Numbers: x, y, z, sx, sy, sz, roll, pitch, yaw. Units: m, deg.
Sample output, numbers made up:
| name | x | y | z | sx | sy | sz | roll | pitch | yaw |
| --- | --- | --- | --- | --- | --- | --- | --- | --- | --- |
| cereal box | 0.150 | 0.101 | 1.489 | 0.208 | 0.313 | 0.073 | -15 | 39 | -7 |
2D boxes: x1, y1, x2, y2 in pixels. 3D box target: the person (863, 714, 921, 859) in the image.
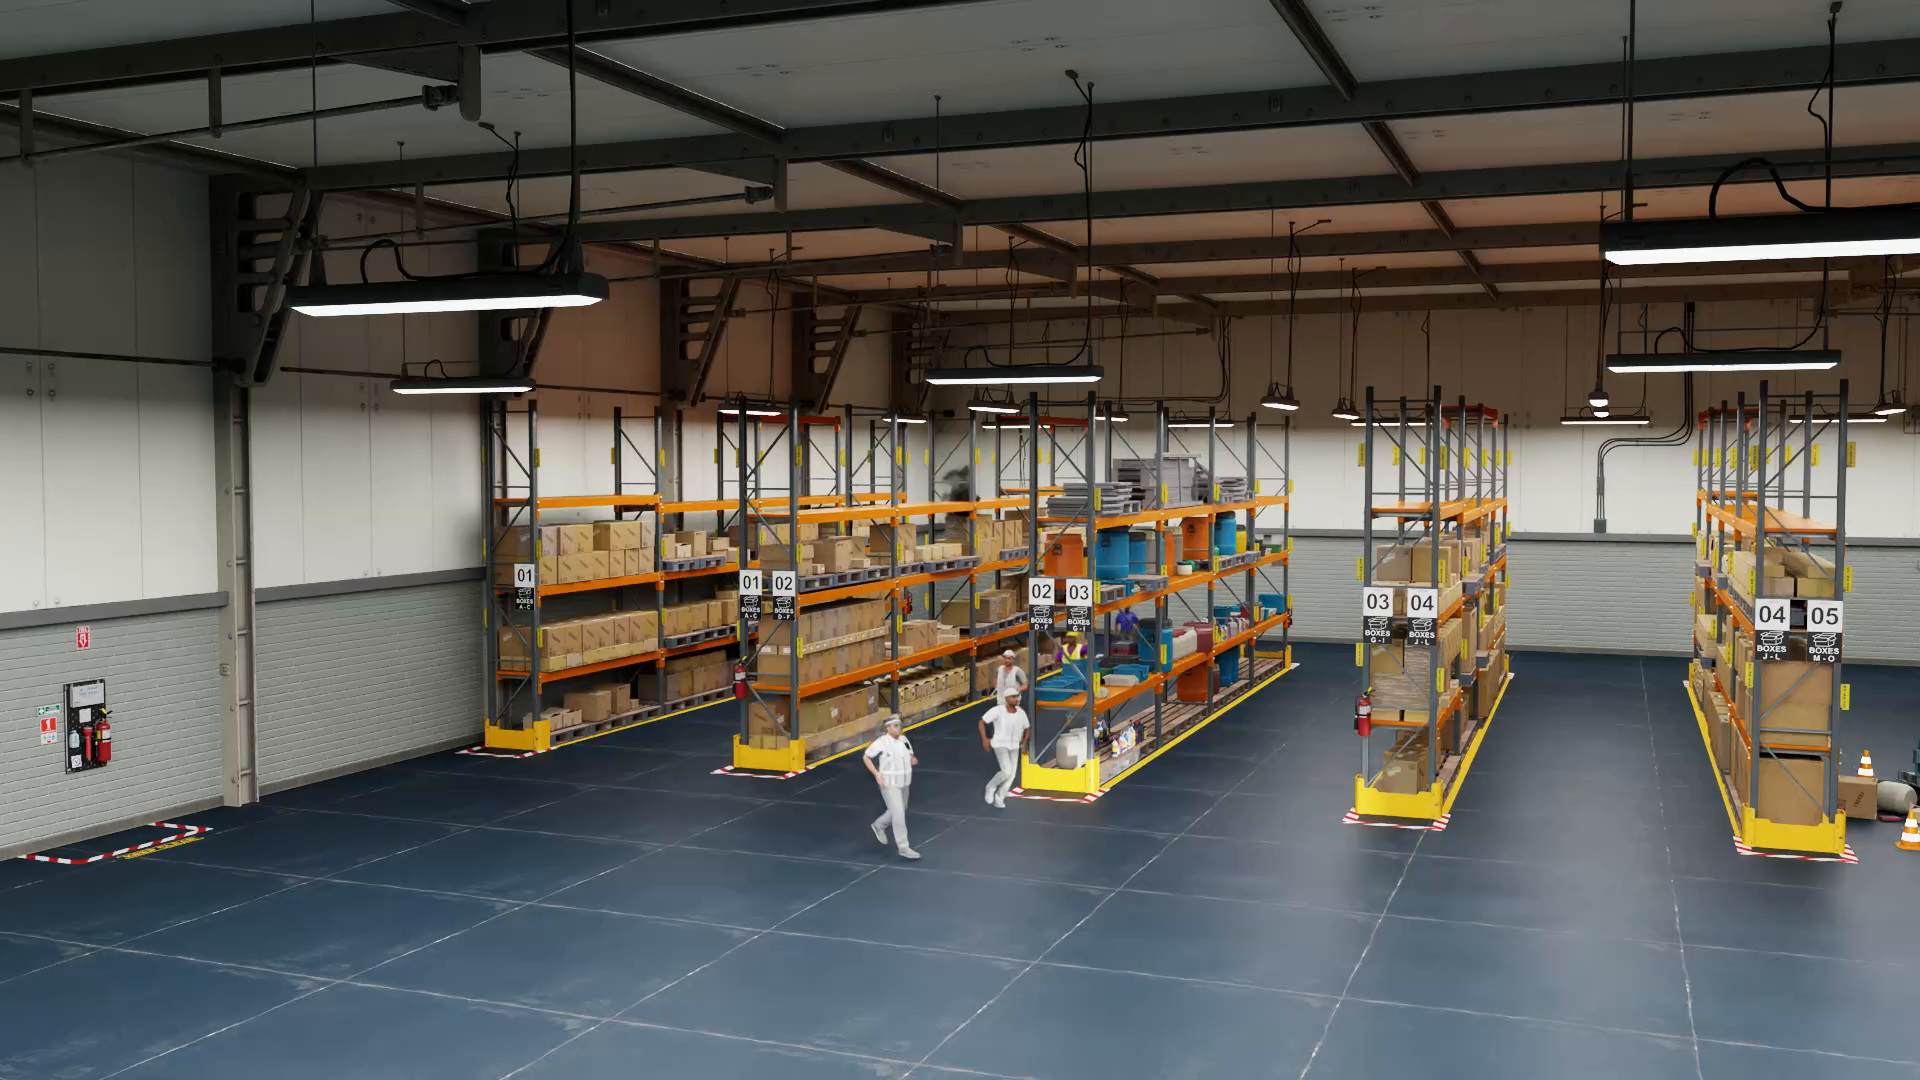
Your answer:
| name | x | y | z | sx | sy | sz | roll | pitch | yaw |
| --- | --- | --- | --- | --- | --- | --- | --- | --- | --- |
| person | -0.817 | 3.062 | 20.956 | 0.947 | 1.761 | 0.668 | 3 | 4 | 43 |

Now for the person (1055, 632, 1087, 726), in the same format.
| name | x | y | z | sx | sy | sz | roll | pitch | yaw |
| --- | --- | --- | --- | --- | --- | --- | --- | --- | --- |
| person | 2.110 | 2.562 | 31.264 | 0.714 | 1.744 | 1.031 | 1 | 3 | 24 |

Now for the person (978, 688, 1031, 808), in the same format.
| name | x | y | z | sx | sy | sz | roll | pitch | yaw |
| --- | --- | --- | --- | --- | --- | --- | --- | --- | --- |
| person | 0.698 | 2.972 | 23.816 | 0.742 | 1.709 | 0.535 | -2 | 3 | -32 |

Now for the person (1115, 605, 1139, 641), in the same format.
| name | x | y | z | sx | sy | sz | roll | pitch | yaw |
| --- | --- | --- | --- | --- | --- | --- | --- | --- | --- |
| person | 3.947 | 2.271 | 39.388 | 0.594 | 1.622 | 0.570 | 0 | 3 | 10 |

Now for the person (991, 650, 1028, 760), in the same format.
| name | x | y | z | sx | sy | sz | roll | pitch | yaw |
| --- | --- | --- | --- | --- | --- | --- | --- | --- | --- |
| person | 0.817 | 2.730 | 27.860 | 0.656 | 1.792 | 0.983 | 1 | 3 | 20 |
